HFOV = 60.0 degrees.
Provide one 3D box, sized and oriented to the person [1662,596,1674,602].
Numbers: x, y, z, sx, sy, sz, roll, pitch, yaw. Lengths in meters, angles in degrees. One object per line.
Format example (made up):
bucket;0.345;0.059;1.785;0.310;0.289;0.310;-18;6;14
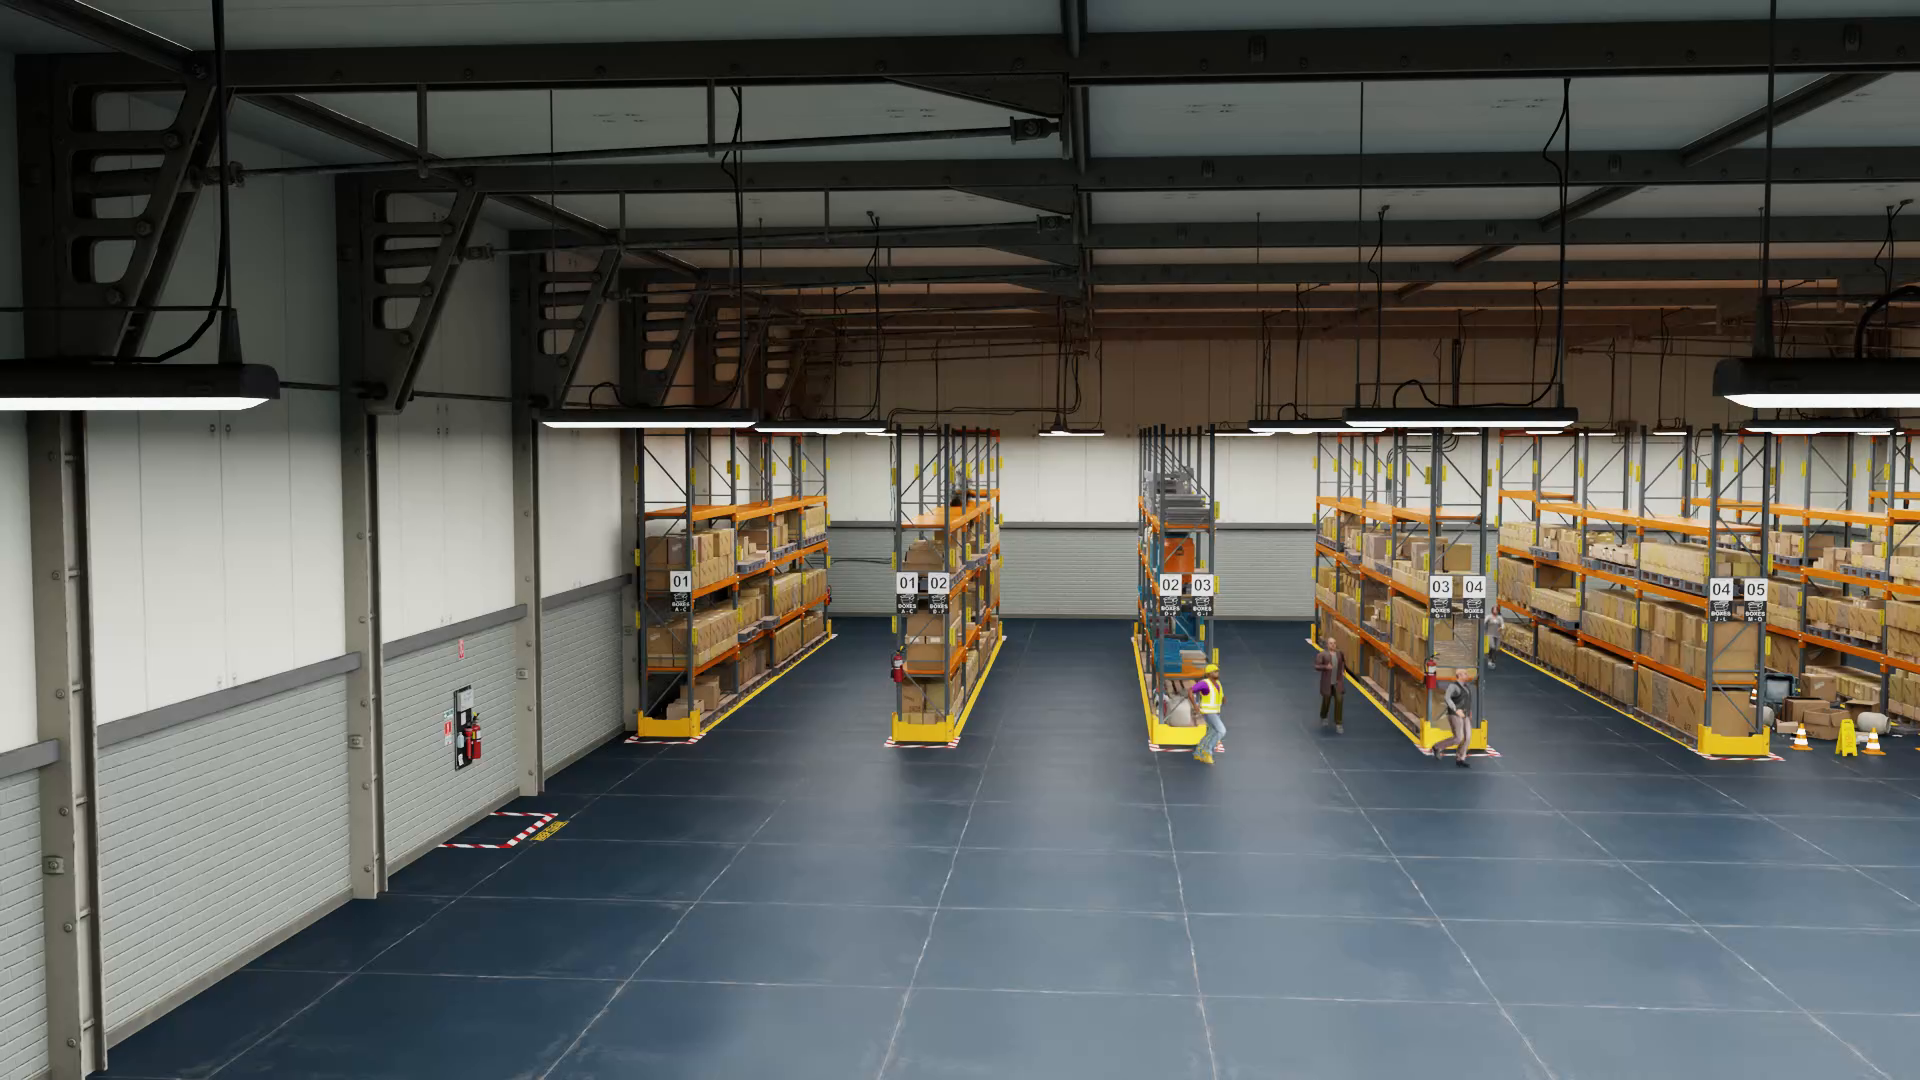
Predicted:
person;20.170;1.987;47.191;0.930;1.768;0.728;1;4;11

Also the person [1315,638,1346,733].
person;7.288;2.824;32.660;0.690;1.819;0.910;0;3;-4

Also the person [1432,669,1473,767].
person;8.768;3.103;29.304;0.696;1.683;0.713;3;5;42

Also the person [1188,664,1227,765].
person;4.435;3.067;29.342;0.648;1.758;0.691;2;4;32

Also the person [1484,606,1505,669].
person;13.241;2.420;41.240;0.513;1.545;0.639;0;3;3
